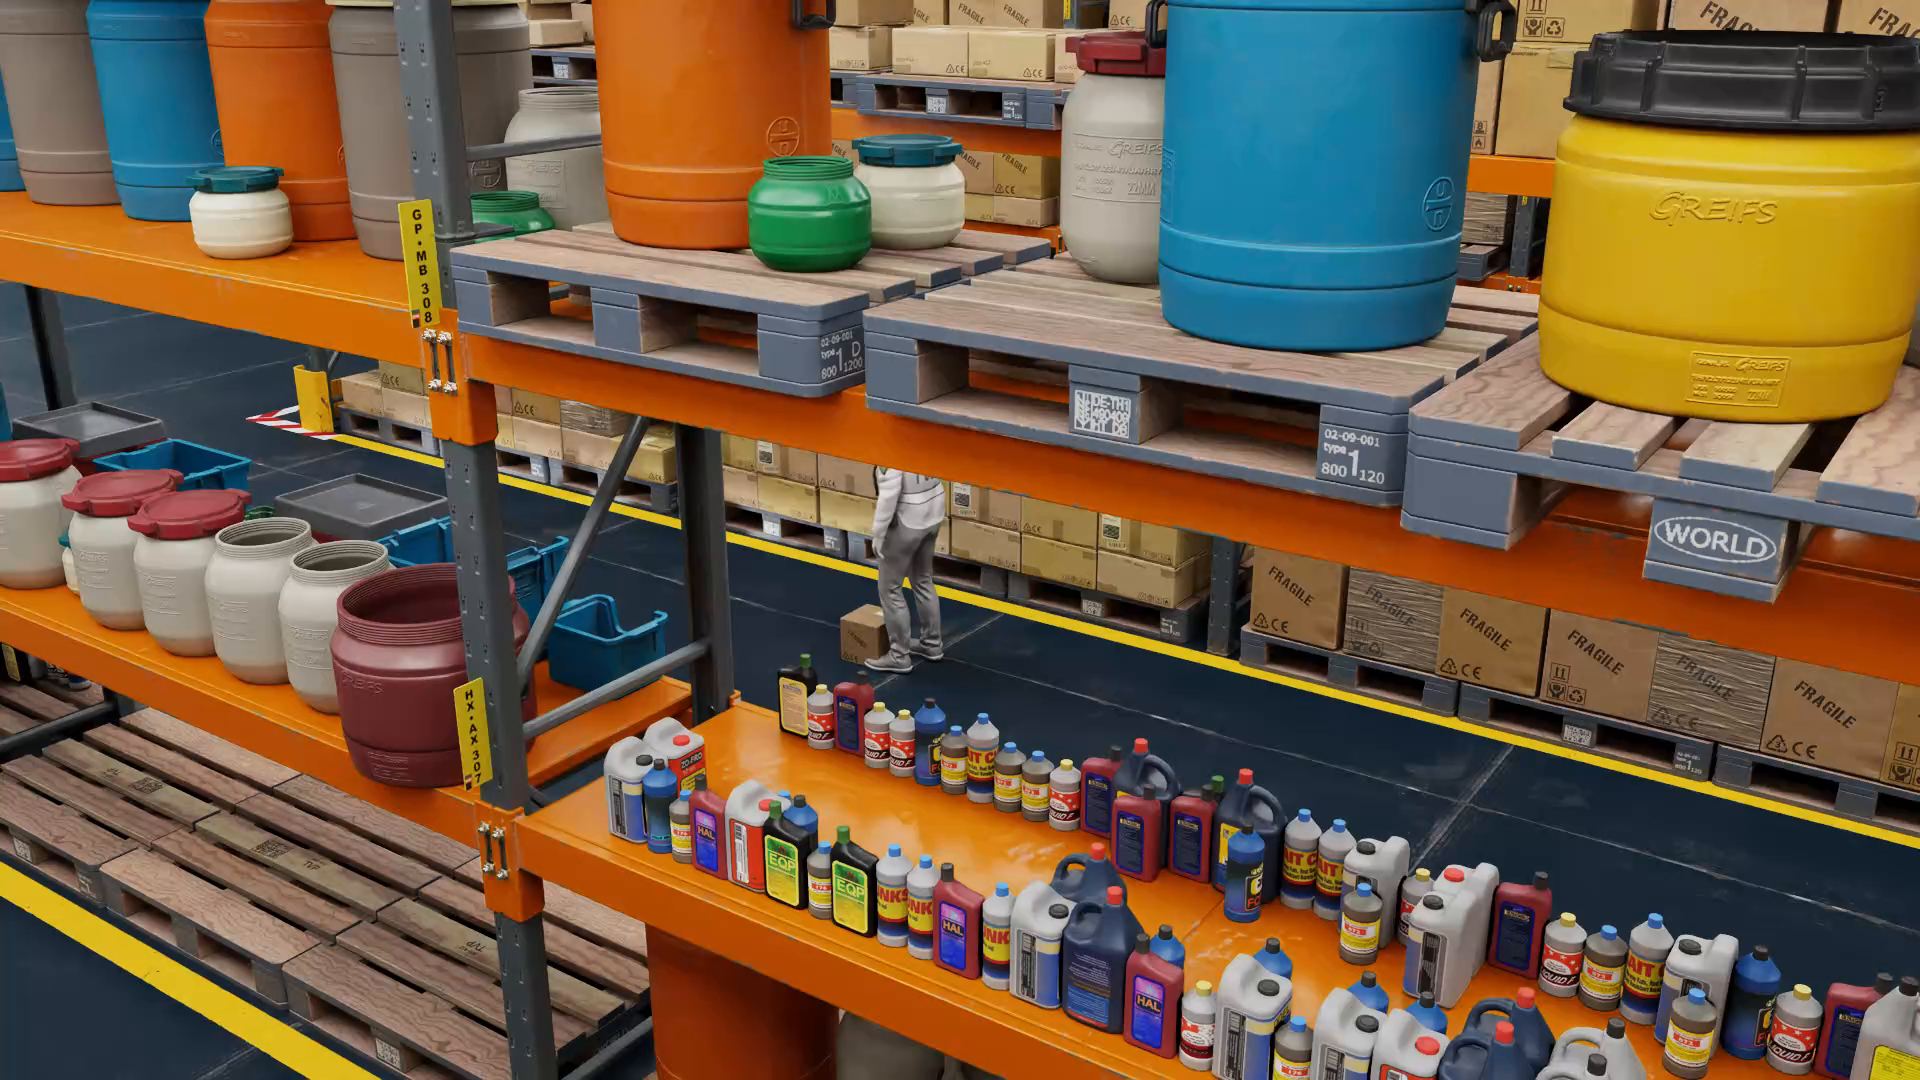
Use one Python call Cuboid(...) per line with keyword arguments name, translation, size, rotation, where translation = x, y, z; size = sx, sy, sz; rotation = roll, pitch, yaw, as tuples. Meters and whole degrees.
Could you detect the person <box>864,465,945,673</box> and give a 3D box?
Cuboid(name="person", translation=(-0.302, -0.091, 8.814), size=(0.410, 1.666, 0.547), rotation=(12, 23, 29))
